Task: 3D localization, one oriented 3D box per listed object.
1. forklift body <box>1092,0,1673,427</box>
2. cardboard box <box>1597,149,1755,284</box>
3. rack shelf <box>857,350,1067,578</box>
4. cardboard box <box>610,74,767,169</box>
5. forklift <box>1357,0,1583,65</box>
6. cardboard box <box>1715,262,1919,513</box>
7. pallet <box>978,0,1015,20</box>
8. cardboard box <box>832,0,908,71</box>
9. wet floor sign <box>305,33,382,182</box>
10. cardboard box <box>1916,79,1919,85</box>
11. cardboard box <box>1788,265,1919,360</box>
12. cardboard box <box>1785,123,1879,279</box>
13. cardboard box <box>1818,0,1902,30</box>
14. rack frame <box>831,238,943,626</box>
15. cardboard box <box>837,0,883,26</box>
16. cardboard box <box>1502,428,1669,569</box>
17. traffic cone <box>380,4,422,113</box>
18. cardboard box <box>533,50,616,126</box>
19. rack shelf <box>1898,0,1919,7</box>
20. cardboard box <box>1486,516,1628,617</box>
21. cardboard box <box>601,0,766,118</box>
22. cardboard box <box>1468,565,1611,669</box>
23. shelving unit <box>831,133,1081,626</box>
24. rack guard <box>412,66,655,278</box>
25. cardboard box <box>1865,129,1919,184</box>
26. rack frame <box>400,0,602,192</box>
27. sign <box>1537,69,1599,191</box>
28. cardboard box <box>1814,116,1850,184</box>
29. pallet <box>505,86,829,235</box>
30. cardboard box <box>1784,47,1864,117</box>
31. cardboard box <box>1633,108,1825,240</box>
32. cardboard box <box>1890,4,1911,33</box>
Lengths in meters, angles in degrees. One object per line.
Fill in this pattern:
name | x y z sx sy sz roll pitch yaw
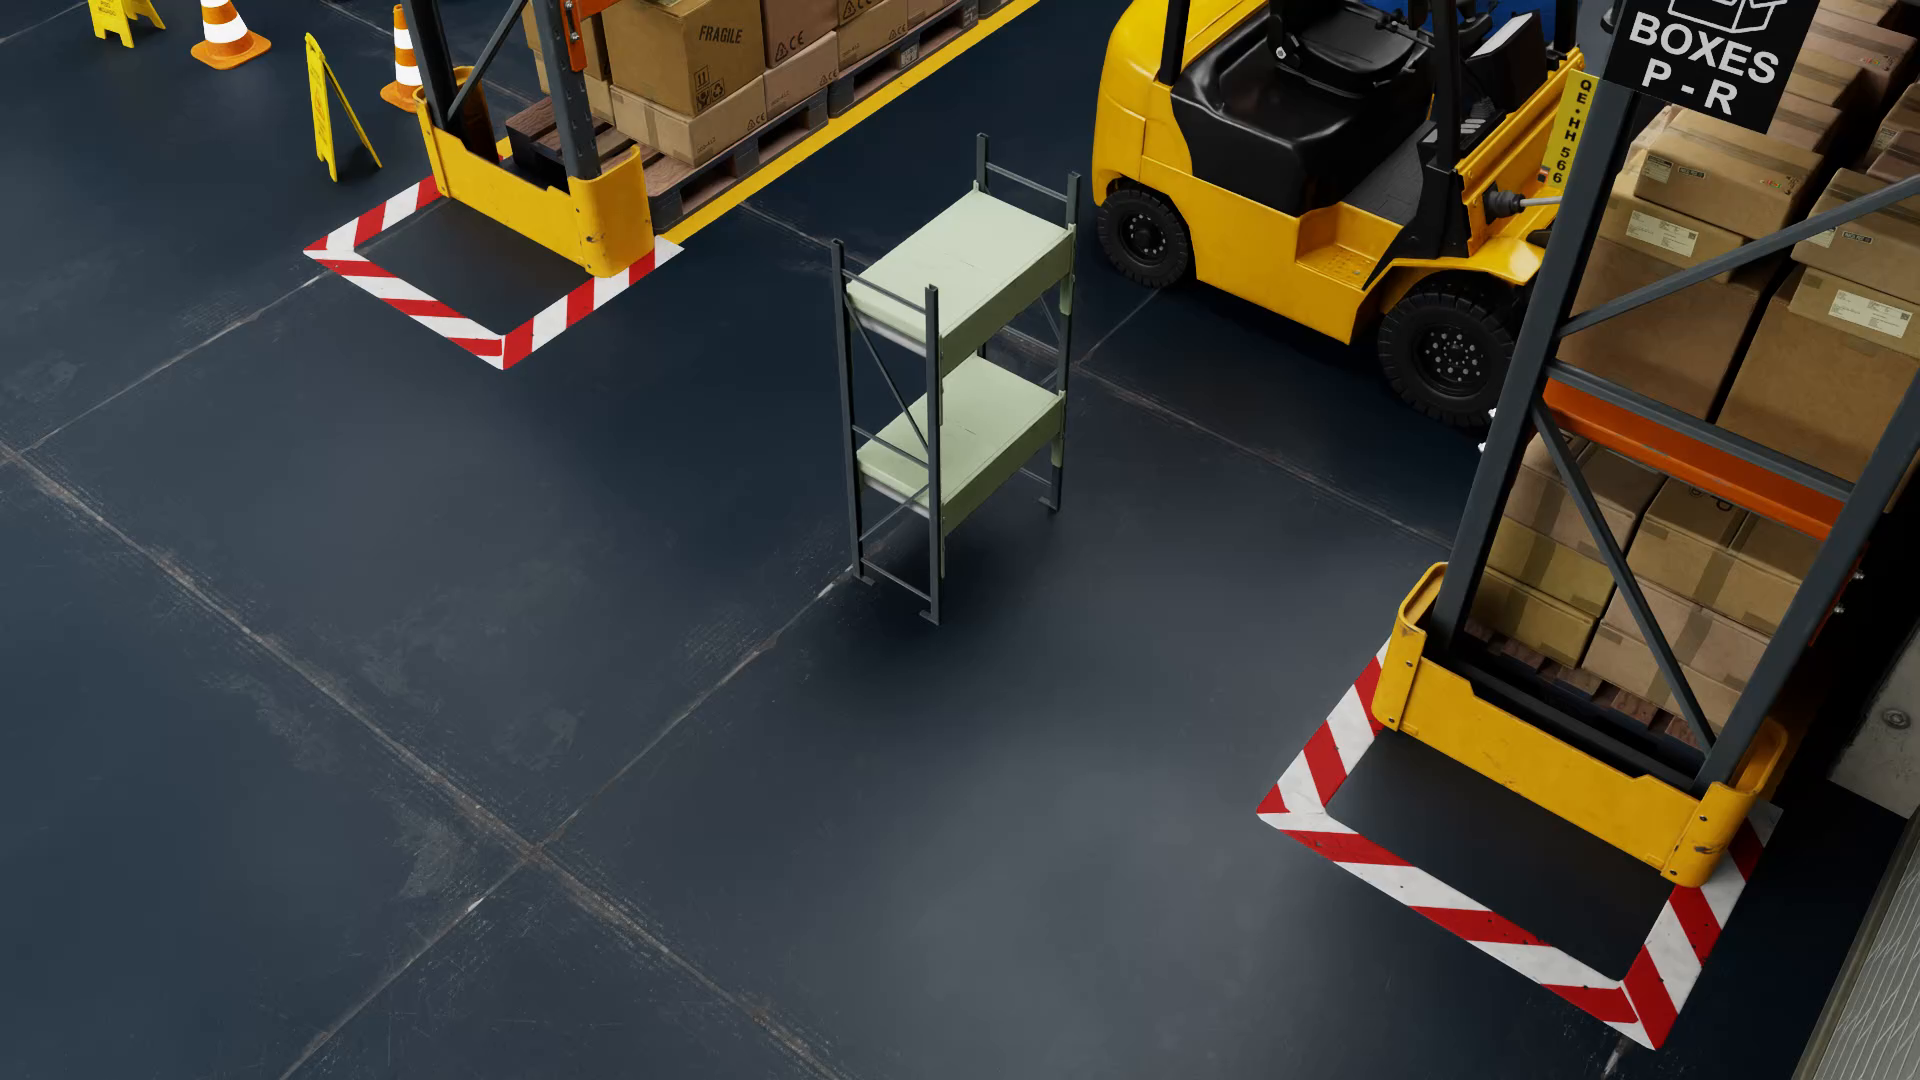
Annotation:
forklift body | 1.679 -1.896 6.573 2.313 2.155 1.214 29 53 25
cardboard box | 1.954 -0.878 4.497 0.380 0.149 0.250 30 53 25
rack shelf | -0.004 -0.289 5.940 0.431 0.370 0.720 29 53 25
cardboard box | -1.255 -2.024 7.720 0.500 0.250 0.500 29 53 25
forklift | 2.606 -4.352 8.380 1.130 2.935 3.031 2 46 2
cardboard box | 2.486 -0.492 4.577 0.500 0.500 0.500 31 54 26
pallet | 0.096 -3.415 9.366 1.003 0.211 1.213 29 53 25
cardboard box | -0.613 -2.631 8.300 0.500 0.250 0.500 33 54 27
wet floor sign | -2.930 -2.041 7.753 0.232 0.644 0.267 -25 51 -22
cardboard box | 2.838 -1.183 4.583 0.380 0.149 0.250 29 53 25
cardboard box | 2.376 -0.635 4.265 0.380 0.149 0.250 28 52 24
cardboard box | 2.381 -1.022 5.083 0.500 0.500 0.500 31 54 26
cardboard box | 2.563 -1.581 4.962 0.380 0.149 0.250 30 53 26
rack frame | -0.228 -0.305 5.504 0.400 1.500 0.023 29 53 25
cardboard box | -0.611 -2.881 8.021 0.500 0.500 0.500 30 53 26
cardboard box | 1.998 -0.239 5.324 0.500 0.250 0.500 31 54 26
traffic cone | -2.725 -2.429 8.251 0.336 0.463 0.334 29 53 25
cardboard box | -1.671 -2.280 7.965 0.500 0.250 0.500 29 53 25
rack shelf | 3.186 -2.229 4.728 1.077 0.370 4.000 29 53 25
cardboard box | 2.014 -0.082 5.519 0.500 0.250 0.500 29 53 25
cardboard box | -1.241 -2.297 7.462 0.500 0.500 0.500 28 52 24
cardboard box | 2.001 0.099 5.692 0.500 0.250 0.500 30 53 25
shelving unit | -0.004 -0.514 5.704 0.431 1.500 0.755 29 53 25
rack guard | -1.920 -1.669 7.499 1.175 0.500 0.348 29 53 25
cardboard box | 2.550 -0.881 4.293 0.380 0.149 0.250 31 54 26
rack frame | -1.967 -2.489 6.554 1.000 3.000 0.127 29 53 25
sign | 1.543 -1.027 4.192 0.100 0.325 0.005 29 53 25
cardboard box | 2.294 -1.159 4.765 0.380 0.149 0.250 30 53 26
pallet | -1.396 -2.019 8.033 1.003 0.211 1.213 29 53 25
cardboard box | 2.280 -1.273 4.668 0.380 0.149 0.250 30 53 26
cardboard box | 2.016 -0.957 4.366 0.380 0.149 0.250 29 53 25
cardboard box | 2.719 -1.623 5.208 0.380 0.149 0.250 30 53 25
